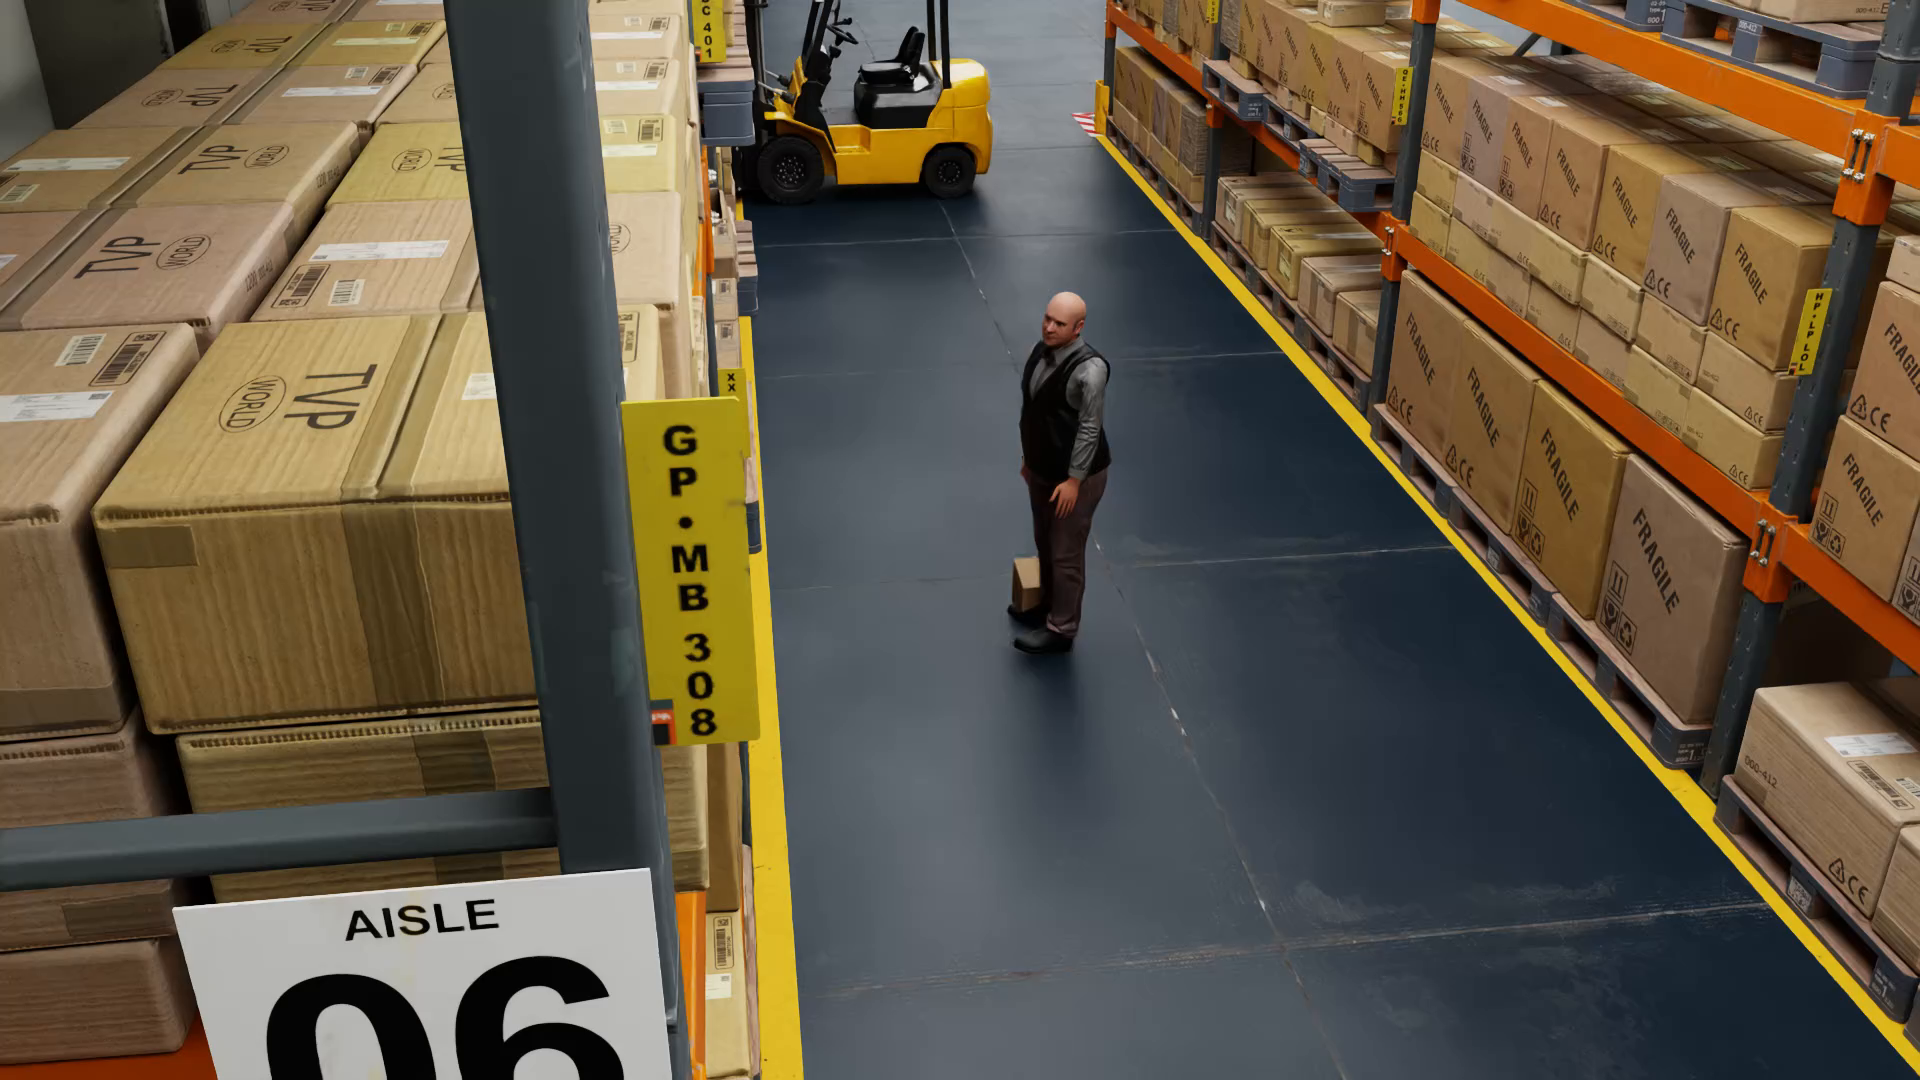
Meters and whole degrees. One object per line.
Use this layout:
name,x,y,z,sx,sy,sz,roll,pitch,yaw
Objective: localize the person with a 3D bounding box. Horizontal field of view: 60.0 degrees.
person,0.413,-0.311,7.697,0.483,1.732,0.564,-14,30,-26
